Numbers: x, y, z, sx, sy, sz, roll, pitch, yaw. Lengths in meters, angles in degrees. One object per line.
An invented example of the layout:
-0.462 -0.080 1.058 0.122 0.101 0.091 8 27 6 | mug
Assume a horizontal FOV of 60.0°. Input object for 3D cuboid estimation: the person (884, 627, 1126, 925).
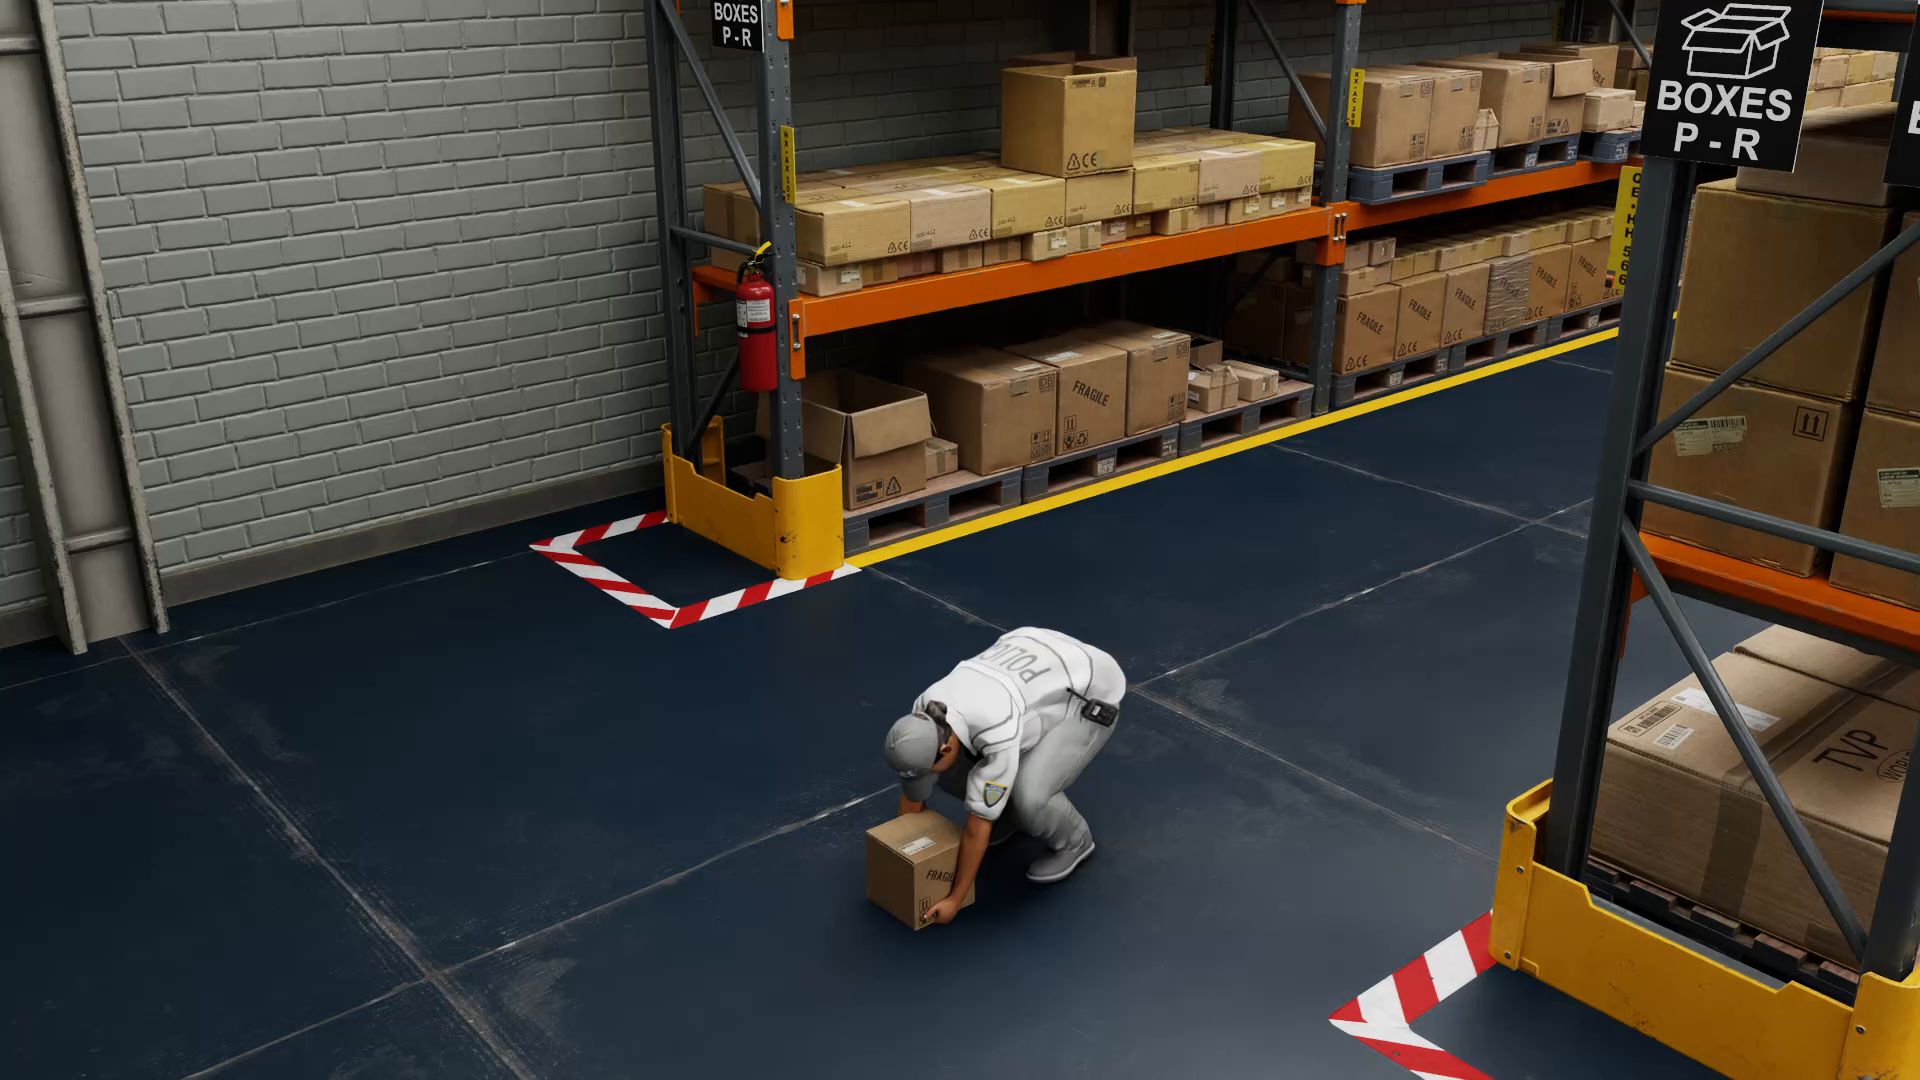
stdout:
0.127 0.741 5.428 0.942 0.784 0.513 -18 28 -39 | person
